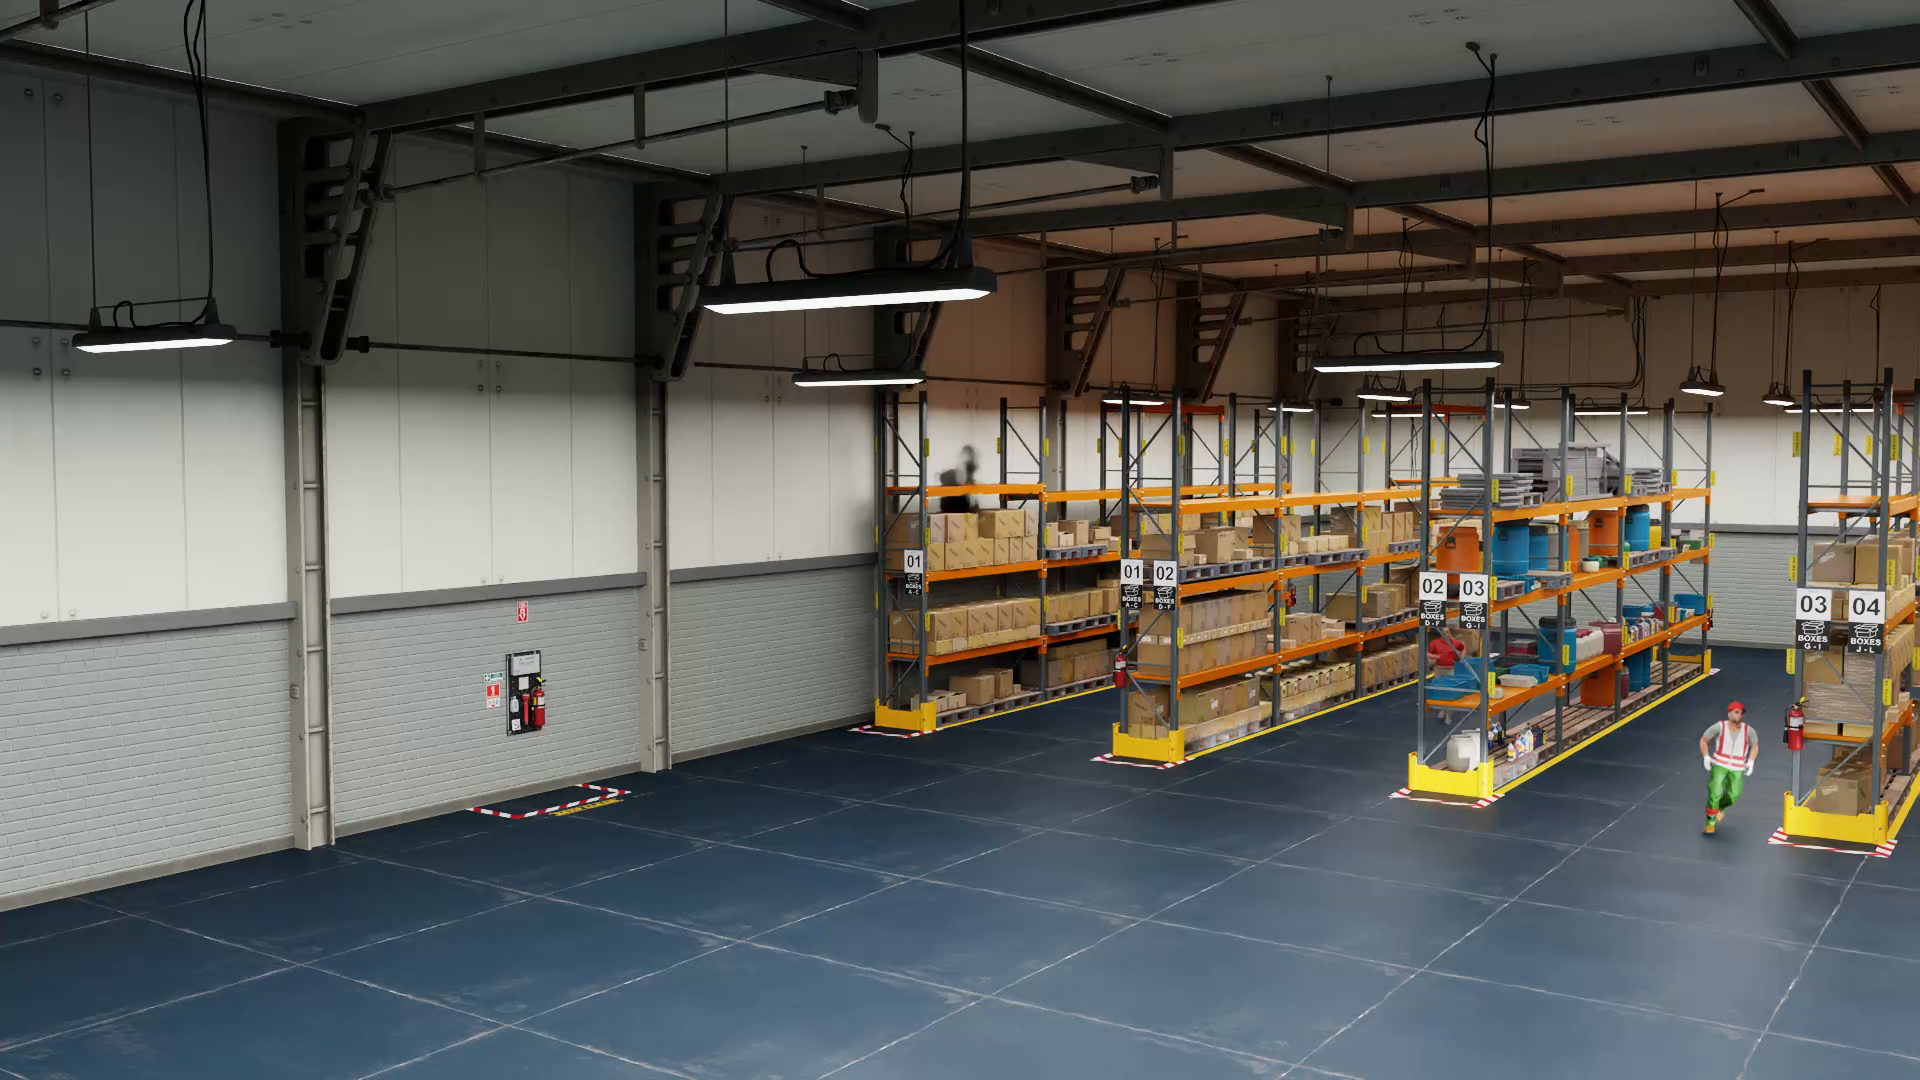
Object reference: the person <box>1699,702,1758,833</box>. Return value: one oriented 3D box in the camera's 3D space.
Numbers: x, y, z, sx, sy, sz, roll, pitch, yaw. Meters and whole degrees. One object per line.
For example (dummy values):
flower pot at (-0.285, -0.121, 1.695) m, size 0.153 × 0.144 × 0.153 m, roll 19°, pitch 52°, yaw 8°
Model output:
person at (9.984, 2.948, 21.587) m, size 0.707 × 1.717 × 0.561 m, roll 1°, pitch 3°, yaw 19°

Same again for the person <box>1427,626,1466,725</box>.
person at (8.854, 2.463, 30.368) m, size 0.652 × 1.809 × 0.832 m, roll 2°, pitch 4°, yaw 26°
